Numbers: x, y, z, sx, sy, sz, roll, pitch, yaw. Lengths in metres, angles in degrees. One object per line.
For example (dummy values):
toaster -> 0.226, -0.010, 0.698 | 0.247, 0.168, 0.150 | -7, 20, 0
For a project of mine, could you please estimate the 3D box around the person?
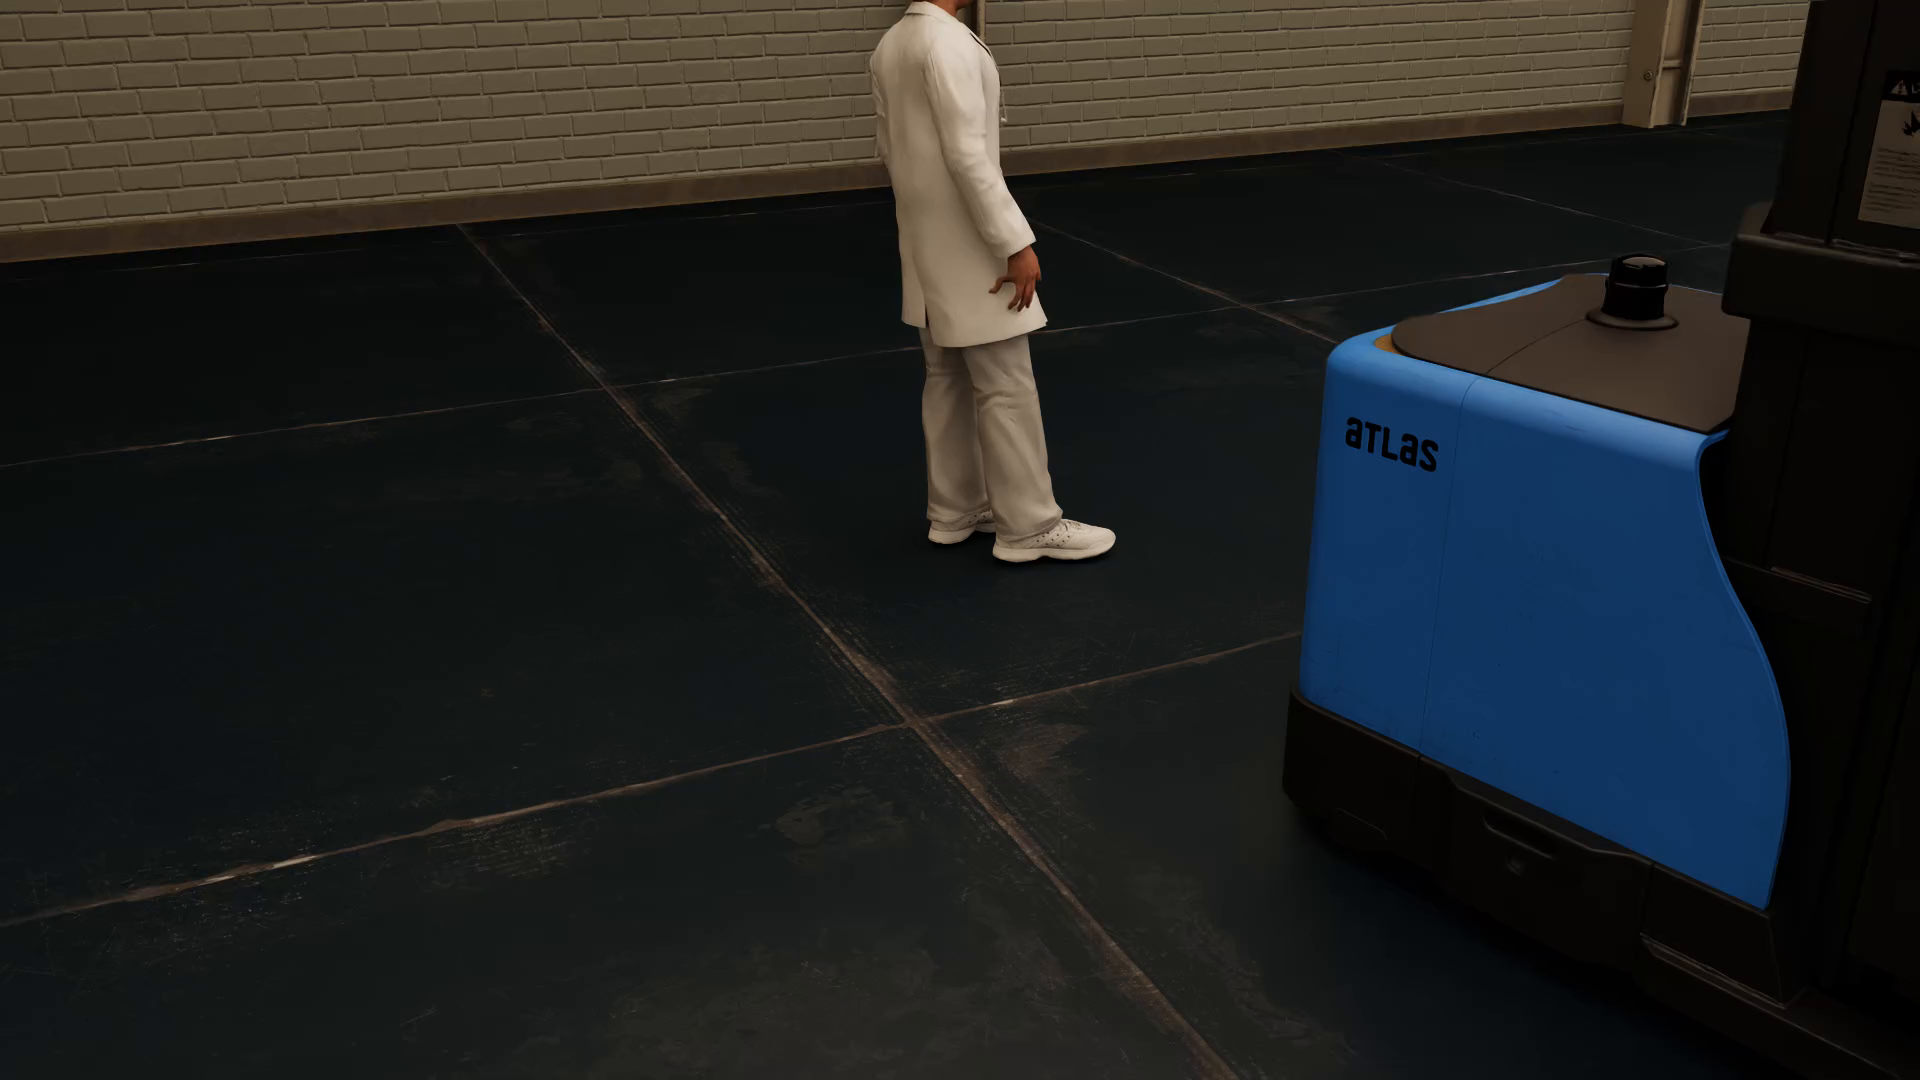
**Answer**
person -> 0.085, -0.841, 4.795 | 0.578, 1.777, 0.698 | -10, 25, -23

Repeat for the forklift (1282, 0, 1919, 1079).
forklift -> 2.034, -0.435, 2.334 | 1.130, 2.935, 3.031 | -18, 28, -36
